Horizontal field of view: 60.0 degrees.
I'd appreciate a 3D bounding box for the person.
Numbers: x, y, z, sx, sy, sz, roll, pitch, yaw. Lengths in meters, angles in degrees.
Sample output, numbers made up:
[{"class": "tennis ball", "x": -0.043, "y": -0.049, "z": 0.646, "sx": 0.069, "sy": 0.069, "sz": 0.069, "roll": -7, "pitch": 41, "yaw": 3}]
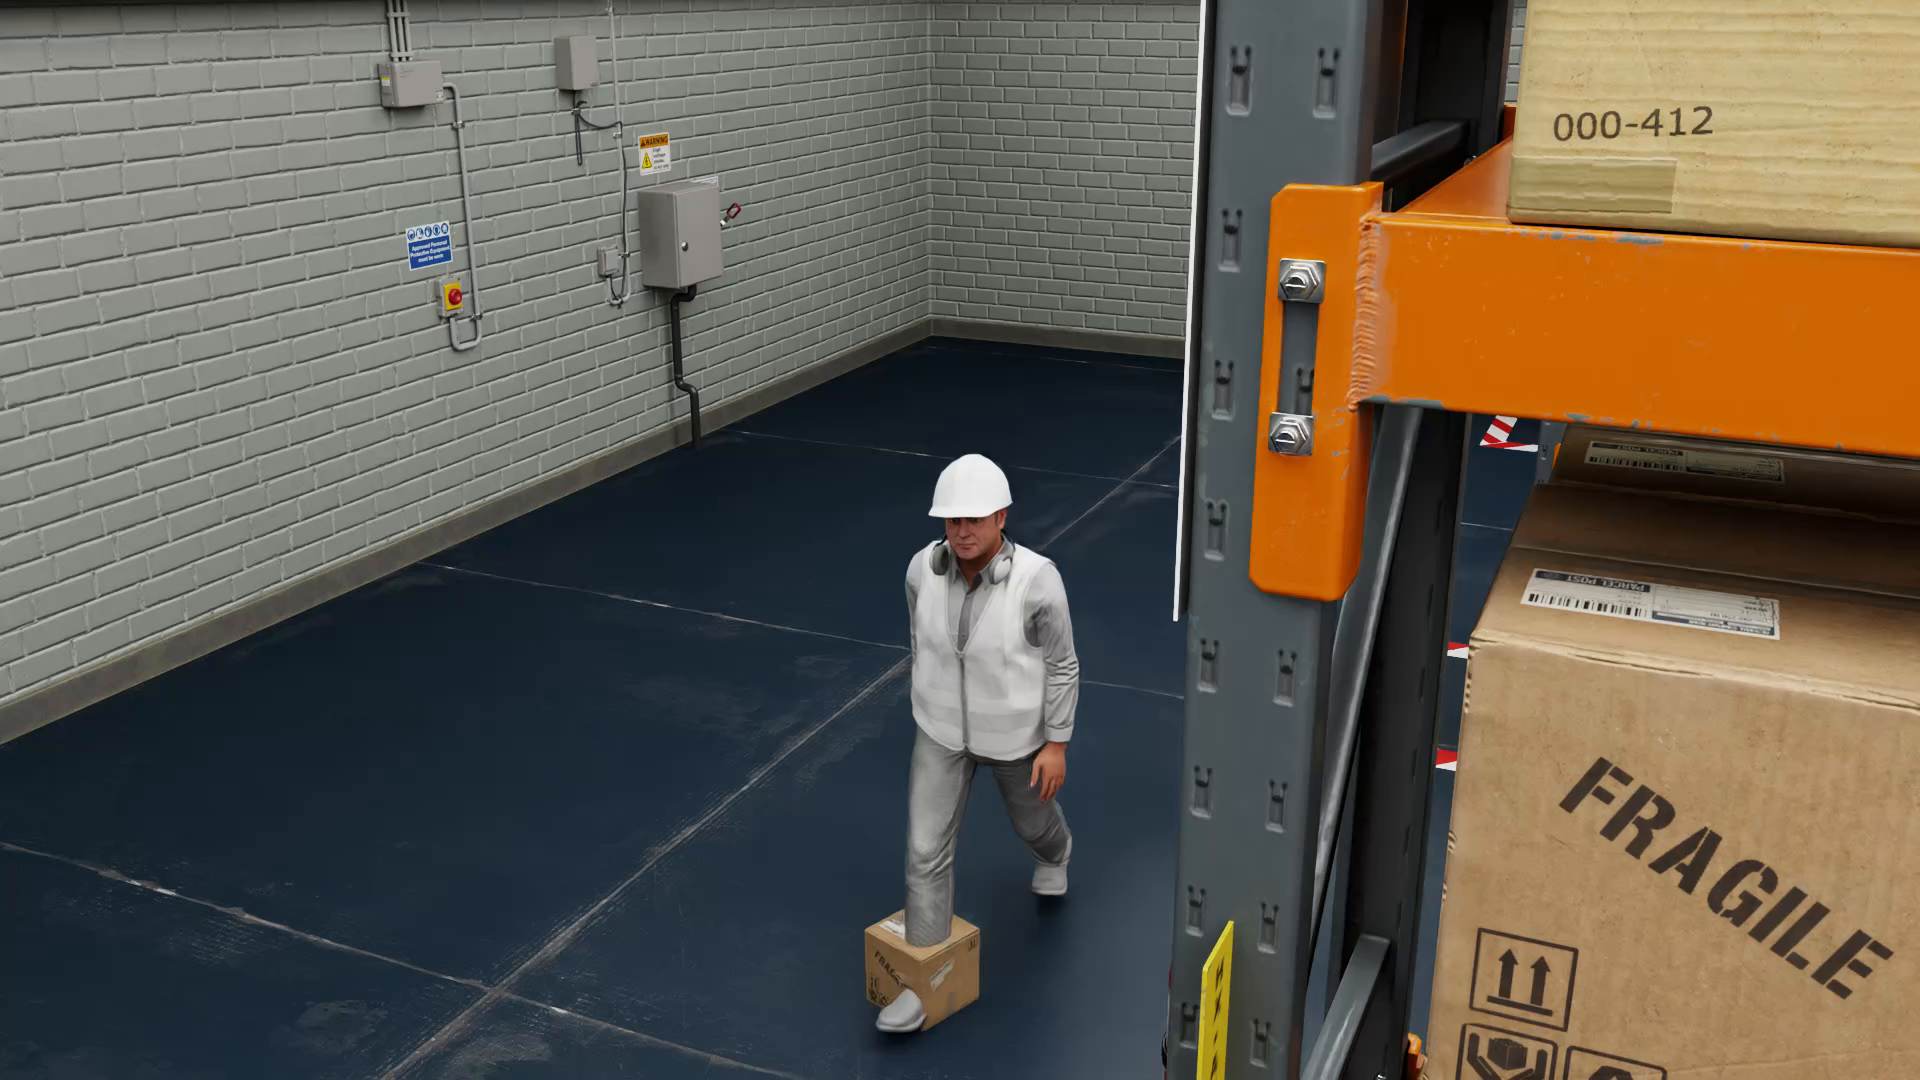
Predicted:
[{"class": "person", "x": 0.099, "y": 0.540, "z": 5.030, "sx": 0.552, "sy": 1.712, "sz": 1.112, "roll": 6, "pitch": 20, "yaw": 17}]
